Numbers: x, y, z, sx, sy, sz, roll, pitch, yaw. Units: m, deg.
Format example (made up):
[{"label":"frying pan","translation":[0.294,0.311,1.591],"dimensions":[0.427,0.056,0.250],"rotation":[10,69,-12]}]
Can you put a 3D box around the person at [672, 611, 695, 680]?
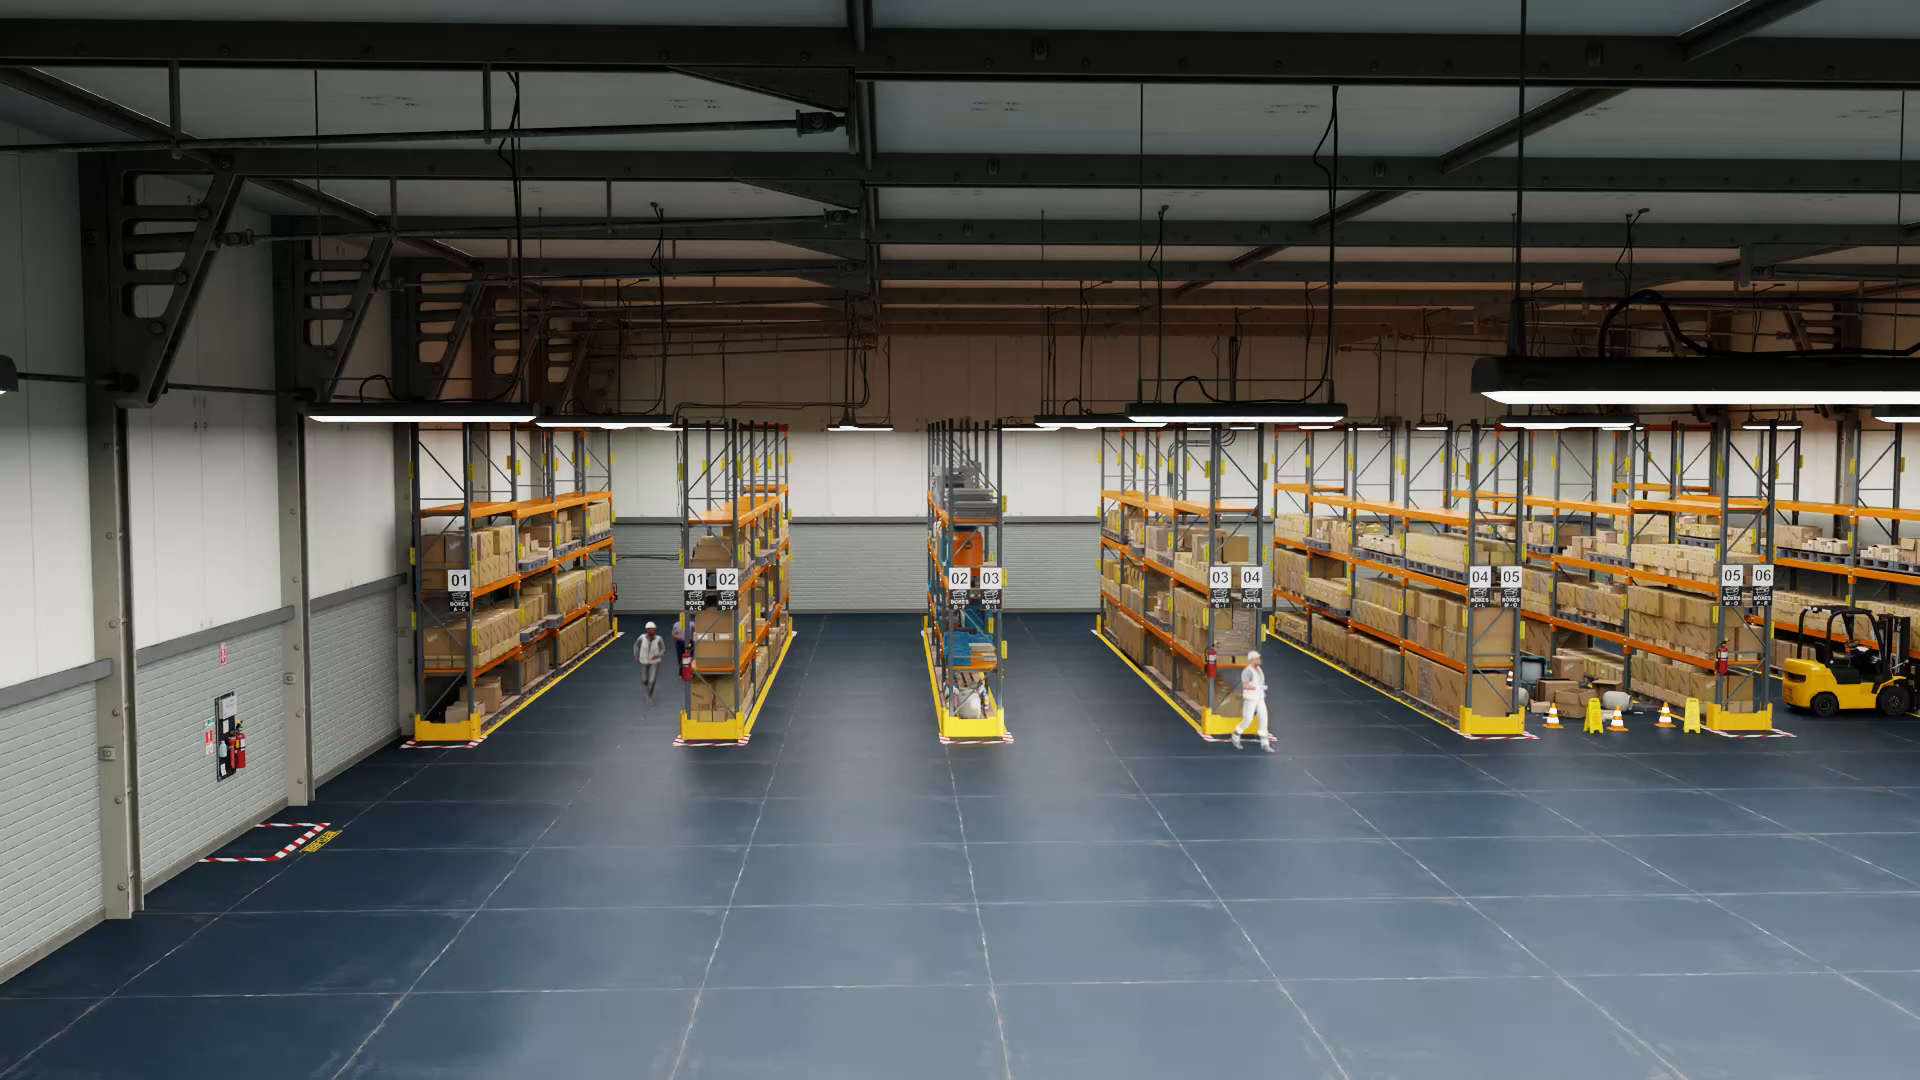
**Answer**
[{"label":"person","translation":[-6.355,2.449,38.357],"dimensions":[0.579,1.629,0.643],"rotation":[0,4,-2]}]

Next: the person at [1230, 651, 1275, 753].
[{"label":"person","translation":[5.271,2.885,29.854],"dimensions":[0.663,1.793,0.889],"rotation":[-4,5,-44]}]

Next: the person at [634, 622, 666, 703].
[{"label":"person","translation":[-6.623,2.608,35.483],"dimensions":[0.693,1.731,0.684],"rotation":[0,4,-3]}]
